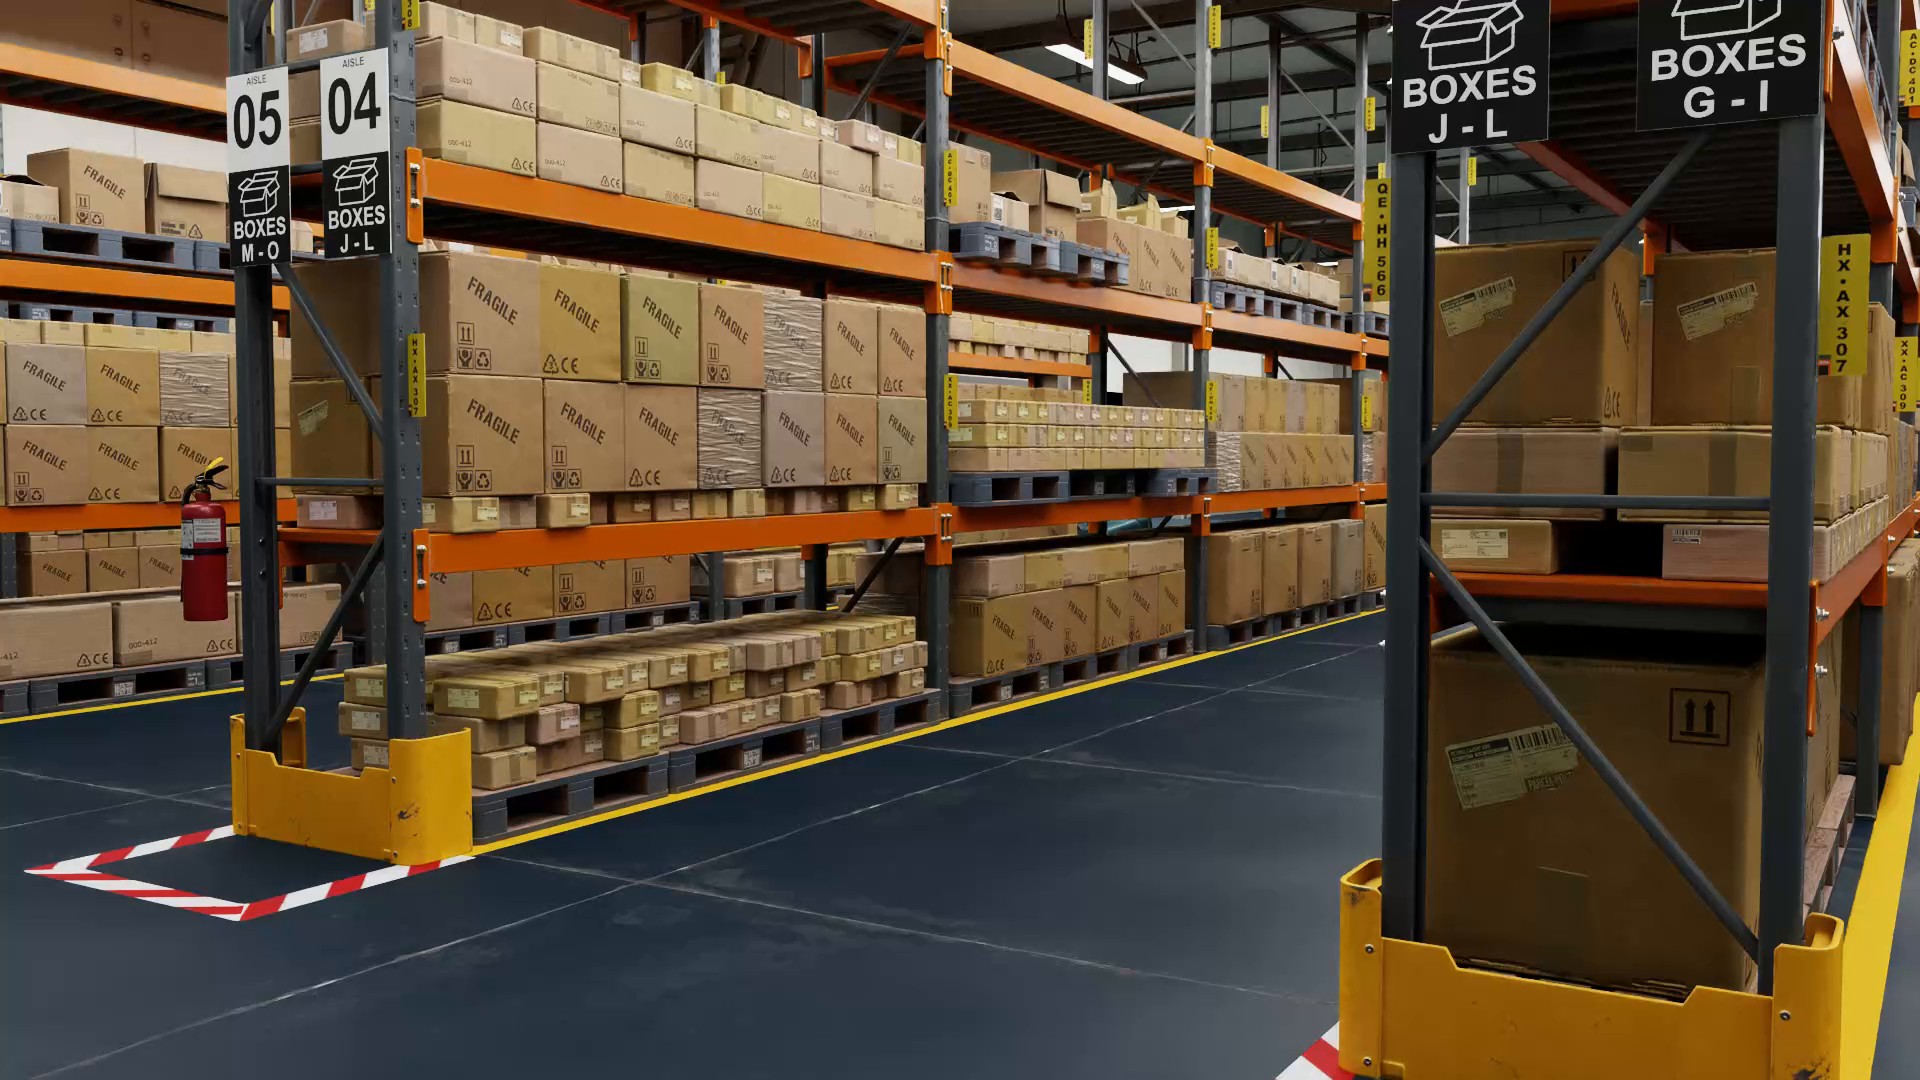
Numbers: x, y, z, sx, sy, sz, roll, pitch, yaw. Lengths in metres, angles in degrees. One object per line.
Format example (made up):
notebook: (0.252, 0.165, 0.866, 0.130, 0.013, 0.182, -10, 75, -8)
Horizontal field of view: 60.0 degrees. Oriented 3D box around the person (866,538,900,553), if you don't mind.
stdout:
person: (-0.746, -0.011, 16.390, 0.407, 1.634, 0.341, 2, 4, 32)
